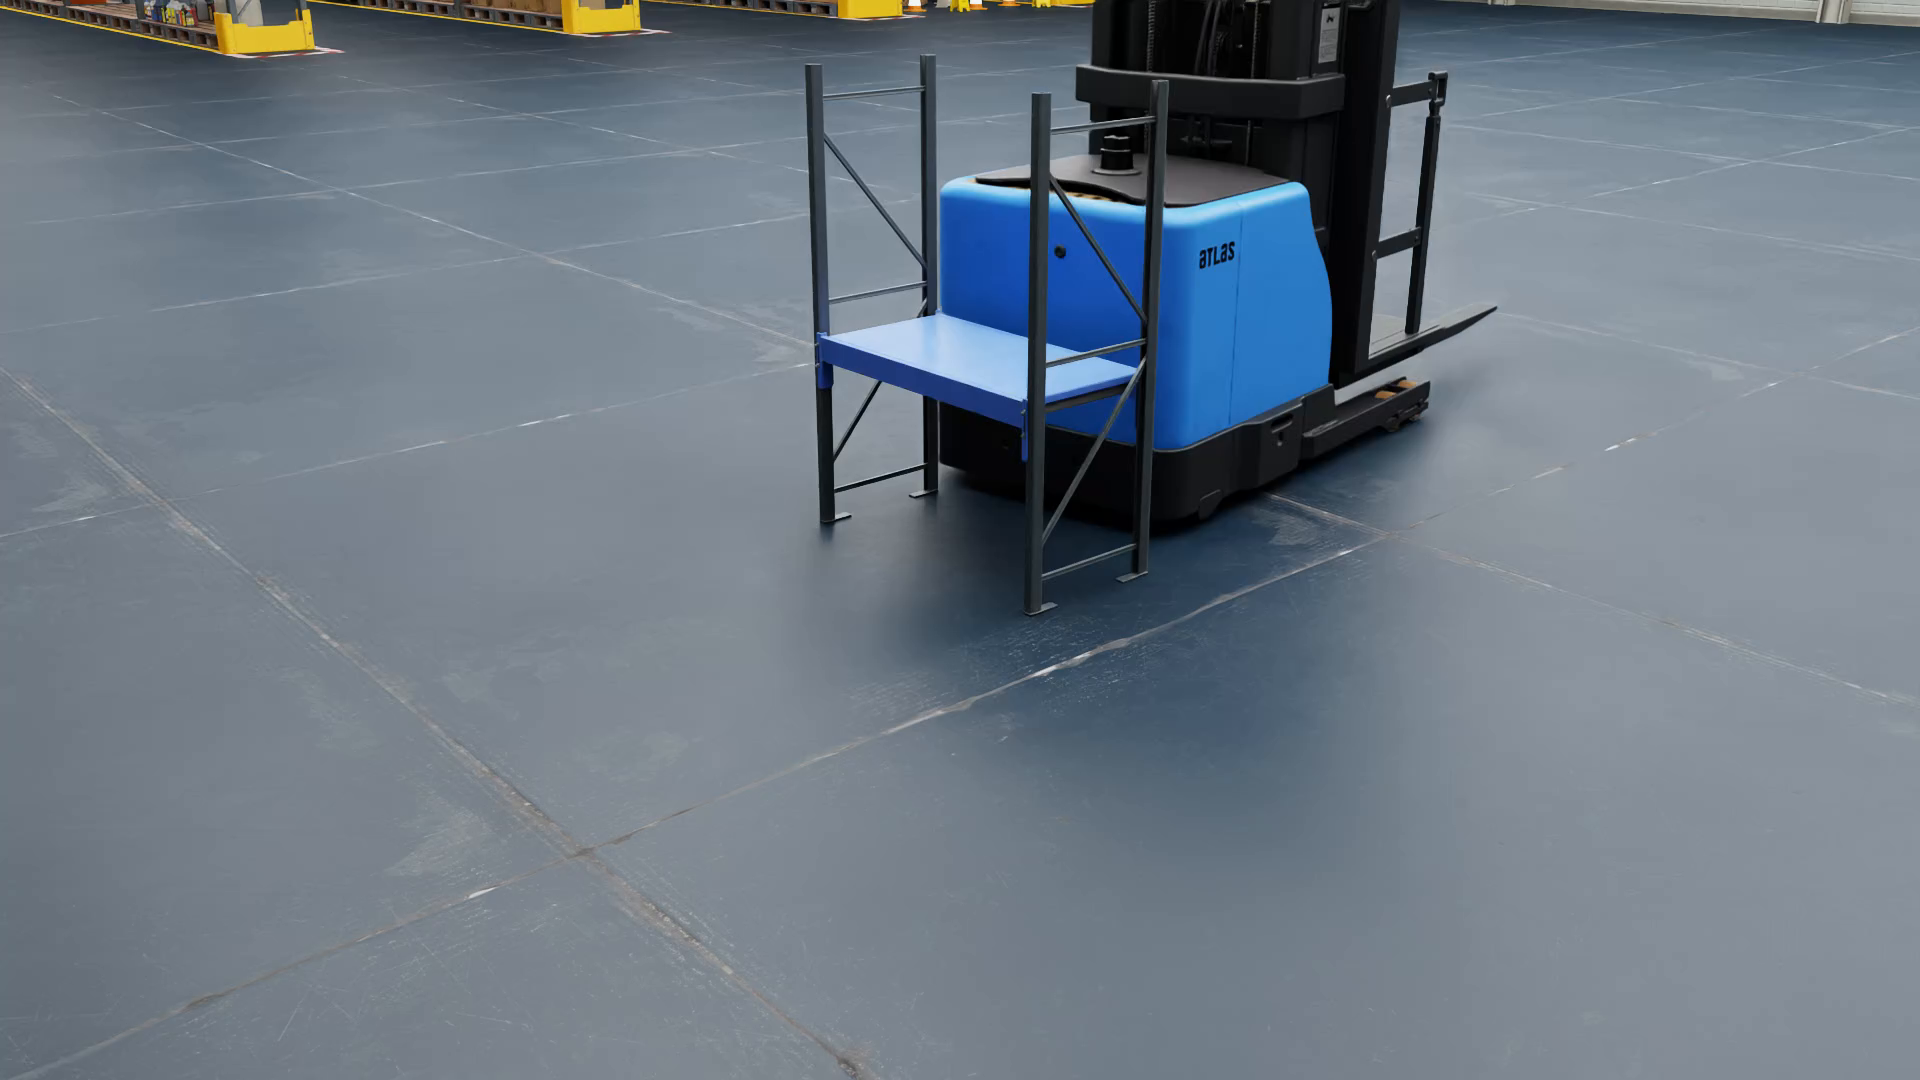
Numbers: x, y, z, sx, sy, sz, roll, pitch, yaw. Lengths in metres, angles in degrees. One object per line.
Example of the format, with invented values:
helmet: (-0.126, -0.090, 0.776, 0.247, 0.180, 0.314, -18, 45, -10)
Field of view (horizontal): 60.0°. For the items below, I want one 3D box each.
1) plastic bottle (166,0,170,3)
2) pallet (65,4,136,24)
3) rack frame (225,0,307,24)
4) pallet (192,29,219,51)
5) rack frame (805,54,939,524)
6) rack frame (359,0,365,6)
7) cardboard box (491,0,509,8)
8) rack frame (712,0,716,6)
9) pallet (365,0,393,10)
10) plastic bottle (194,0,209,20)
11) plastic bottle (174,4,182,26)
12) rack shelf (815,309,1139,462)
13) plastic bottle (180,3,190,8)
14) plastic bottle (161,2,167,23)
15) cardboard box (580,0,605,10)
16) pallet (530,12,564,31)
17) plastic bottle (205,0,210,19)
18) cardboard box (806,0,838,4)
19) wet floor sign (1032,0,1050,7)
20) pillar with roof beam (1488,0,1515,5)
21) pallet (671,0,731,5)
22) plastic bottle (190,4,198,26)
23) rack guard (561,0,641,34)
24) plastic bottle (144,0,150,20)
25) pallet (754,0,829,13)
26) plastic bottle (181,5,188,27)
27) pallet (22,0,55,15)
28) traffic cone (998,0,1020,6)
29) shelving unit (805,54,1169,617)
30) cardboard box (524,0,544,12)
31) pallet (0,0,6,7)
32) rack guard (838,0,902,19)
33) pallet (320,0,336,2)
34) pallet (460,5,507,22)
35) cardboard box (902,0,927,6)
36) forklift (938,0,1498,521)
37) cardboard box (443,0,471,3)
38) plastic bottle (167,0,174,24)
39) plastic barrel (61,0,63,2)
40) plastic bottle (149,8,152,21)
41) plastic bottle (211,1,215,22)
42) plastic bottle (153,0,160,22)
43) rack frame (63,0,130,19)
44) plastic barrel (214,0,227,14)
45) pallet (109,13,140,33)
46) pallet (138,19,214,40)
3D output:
plastic bottle: (-11.386, -7.668, 23.976, 0.144, 0.351, 0.185, -17, 27, -37)
pallet: (-13.842, -8.567, 27.068, 1.003, 0.211, 1.213, -17, 27, -37)
rack frame: (-9.097, -7.878, 21.486, 1.000, 3.000, 0.127, -17, 27, -37)
pallet: (-9.708, -6.816, 22.596, 1.003, 0.211, 1.213, -17, 27, -37)
rack frame: (-0.276, -0.815, 5.509, 0.500, 1.500, 0.032, -17, 27, -37)
rack frame: (-10.566, -11.268, 30.140, 1.000, 3.000, 0.127, -17, 27, -37)
cardboard box: (-7.345, -8.918, 26.991, 0.500, 0.500, 0.500, -9, 23, -21)
rack frame: (-4.132, -11.315, 30.261, 1.000, 3.000, 0.127, -17, 27, -37)
pallet: (-10.057, -9.753, 30.096, 1.003, 0.211, 1.213, -17, 27, -37)
plastic bottle: (-11.040, -7.716, 24.202, 0.152, 0.276, 0.135, -17, 27, -37)
plastic bottle: (-10.862, -7.333, 23.224, 0.152, 0.276, 0.135, -18, 28, -39)
rack shelf: (0.056, -0.507, 5.216, 0.538, 0.185, 1.000, -17, 27, -37)
plastic bottle: (-10.999, -7.471, 23.577, 0.152, 0.276, 0.135, -17, 27, -37)
plastic bottle: (-11.296, -7.494, 23.626, 0.061, 0.283, 0.133, -16, 26, -35)
cardboard box: (-5.739, -8.266, 25.326, 0.500, 0.500, 0.500, -12, 24, -28)
pallet: (-5.898, -8.013, 25.653, 1.003, 0.211, 1.213, -17, 27, -37)
plastic bottle: (-10.944, -7.793, 24.296, 0.144, 0.351, 0.185, -19, 28, -40)
cardboard box: (-2.014, -9.588, 28.189, 0.875, 0.875, 0.875, -17, 27, -37)
wet floor sign: (1.477, -10.013, 30.165, 0.267, 0.644, 0.232, -8, 23, -19)
pillar with roof beam: (6.804, -13.117, 26.635, 9.100, 9.000, 0.400, -17, 27, -37)
pallet: (-4.693, -10.212, 31.268, 1.003, 0.211, 1.213, -17, 27, -37)
plastic bottle: (-10.691, -7.323, 23.190, 0.061, 0.283, 0.133, -17, 27, -37)
rack guard: (-5.394, -7.915, 25.006, 1.175, 0.500, 0.348, -17, 27, -37)
plastic bottle: (-11.832, -7.726, 24.234, 0.097, 0.271, 0.097, 0, 21, 0)
pallet: (-2.894, -9.451, 29.325, 1.003, 0.211, 1.213, -17, 27, -37)
plastic bottle: (-10.718, -7.250, 23.001, 0.061, 0.283, 0.133, -17, 27, -36)
pallet: (-15.657, -9.335, 29.029, 1.003, 0.211, 1.213, -17, 27, -37)
traffic cone: (0.905, -10.047, 30.501, 0.336, 0.463, 0.334, -17, 27, -37)
shelving unit: (0.056, -0.675, 5.150, 0.538, 1.500, 1.048, -17, 27, -37)
cardboard box: (-6.550, -8.600, 26.180, 0.500, 0.500, 0.500, -14, 26, -33)
pallet: (-17.439, -10.089, 30.954, 1.003, 0.211, 1.213, -17, 27, -37)
rack guard: (-1.505, -9.040, 27.879, 1.175, 0.500, 0.348, -17, 27, -37)
pallet: (-11.816, -10.542, 32.110, 1.003, 0.211, 1.213, -17, 27, -37)
pallet: (-7.490, -8.687, 27.374, 1.003, 0.211, 1.213, -17, 27, -37)
cardboard box: (-0.901, -10.137, 30.675, 0.637, 0.503, 0.797, 3, 22, 9)
forklift: (1.243, -1.891, 6.294, 1.130, 2.935, 3.031, 17, 27, 37)
cardboard box: (-8.340, -9.378, 28.140, 0.500, 0.500, 0.700, 20, 29, 41)
plastic bottle: (-11.094, -7.464, 23.456, 0.144, 0.351, 0.185, -18, 27, -38)
plastic barrel: (-15.087, -9.392, 28.185, 0.421, 0.512, 0.421, 0, 21, 0)
plastic bottle: (-11.699, -7.637, 24.103, 0.097, 0.201, 0.097, 0, 21, 0)
plastic bottle: (-10.710, -7.601, 23.898, 0.061, 0.283, 0.133, -17, 27, -37)
plastic bottle: (-11.495, -7.633, 23.889, 0.144, 0.351, 0.185, -17, 27, -36)
rack frame: (-14.319, -10.089, 27.129, 1.000, 3.000, 0.127, -17, 27, -37)
plastic barrel: (-9.911, -7.218, 22.634, 0.421, 0.512, 0.421, 0, 21, 0)
pallet: (-12.250, -7.893, 25.346, 1.003, 0.211, 1.213, -17, 27, -37)
pallet: (-11.301, -7.490, 24.317, 1.003, 0.211, 1.213, -17, 27, -37)
